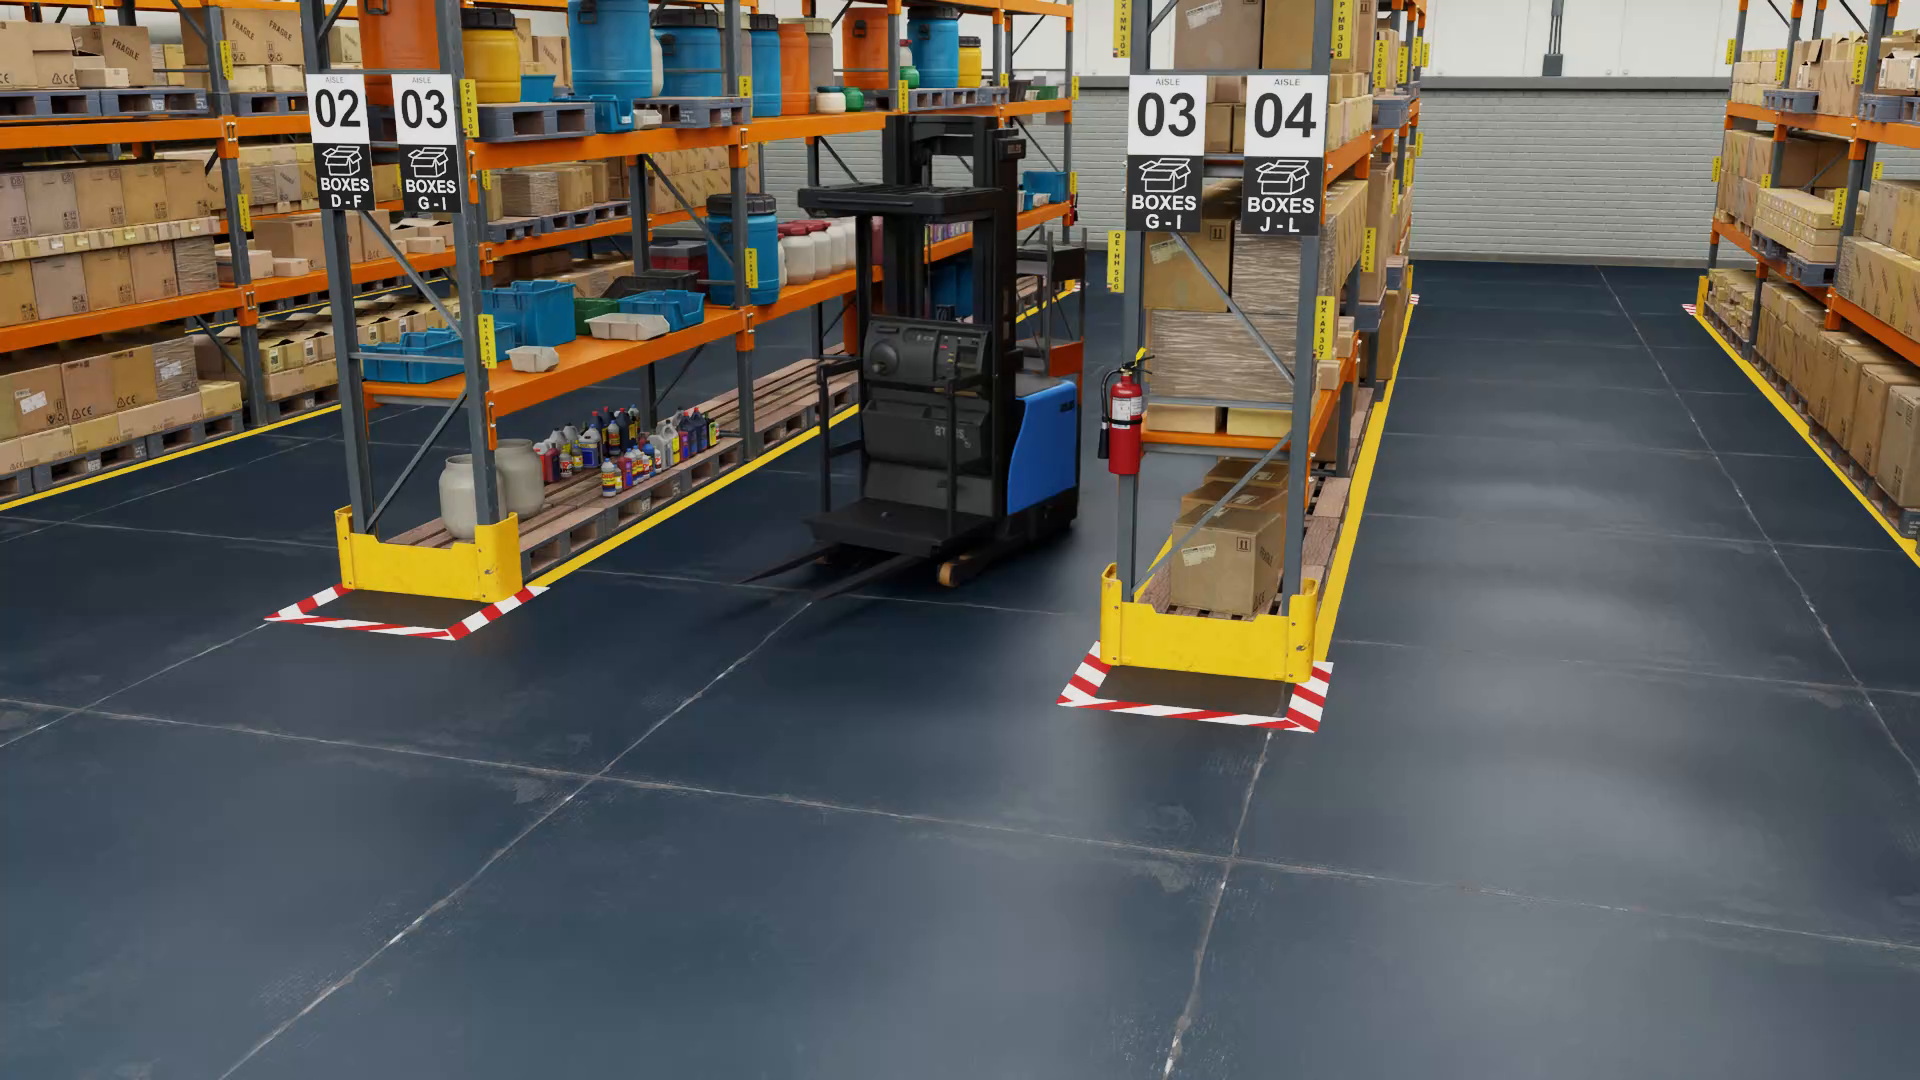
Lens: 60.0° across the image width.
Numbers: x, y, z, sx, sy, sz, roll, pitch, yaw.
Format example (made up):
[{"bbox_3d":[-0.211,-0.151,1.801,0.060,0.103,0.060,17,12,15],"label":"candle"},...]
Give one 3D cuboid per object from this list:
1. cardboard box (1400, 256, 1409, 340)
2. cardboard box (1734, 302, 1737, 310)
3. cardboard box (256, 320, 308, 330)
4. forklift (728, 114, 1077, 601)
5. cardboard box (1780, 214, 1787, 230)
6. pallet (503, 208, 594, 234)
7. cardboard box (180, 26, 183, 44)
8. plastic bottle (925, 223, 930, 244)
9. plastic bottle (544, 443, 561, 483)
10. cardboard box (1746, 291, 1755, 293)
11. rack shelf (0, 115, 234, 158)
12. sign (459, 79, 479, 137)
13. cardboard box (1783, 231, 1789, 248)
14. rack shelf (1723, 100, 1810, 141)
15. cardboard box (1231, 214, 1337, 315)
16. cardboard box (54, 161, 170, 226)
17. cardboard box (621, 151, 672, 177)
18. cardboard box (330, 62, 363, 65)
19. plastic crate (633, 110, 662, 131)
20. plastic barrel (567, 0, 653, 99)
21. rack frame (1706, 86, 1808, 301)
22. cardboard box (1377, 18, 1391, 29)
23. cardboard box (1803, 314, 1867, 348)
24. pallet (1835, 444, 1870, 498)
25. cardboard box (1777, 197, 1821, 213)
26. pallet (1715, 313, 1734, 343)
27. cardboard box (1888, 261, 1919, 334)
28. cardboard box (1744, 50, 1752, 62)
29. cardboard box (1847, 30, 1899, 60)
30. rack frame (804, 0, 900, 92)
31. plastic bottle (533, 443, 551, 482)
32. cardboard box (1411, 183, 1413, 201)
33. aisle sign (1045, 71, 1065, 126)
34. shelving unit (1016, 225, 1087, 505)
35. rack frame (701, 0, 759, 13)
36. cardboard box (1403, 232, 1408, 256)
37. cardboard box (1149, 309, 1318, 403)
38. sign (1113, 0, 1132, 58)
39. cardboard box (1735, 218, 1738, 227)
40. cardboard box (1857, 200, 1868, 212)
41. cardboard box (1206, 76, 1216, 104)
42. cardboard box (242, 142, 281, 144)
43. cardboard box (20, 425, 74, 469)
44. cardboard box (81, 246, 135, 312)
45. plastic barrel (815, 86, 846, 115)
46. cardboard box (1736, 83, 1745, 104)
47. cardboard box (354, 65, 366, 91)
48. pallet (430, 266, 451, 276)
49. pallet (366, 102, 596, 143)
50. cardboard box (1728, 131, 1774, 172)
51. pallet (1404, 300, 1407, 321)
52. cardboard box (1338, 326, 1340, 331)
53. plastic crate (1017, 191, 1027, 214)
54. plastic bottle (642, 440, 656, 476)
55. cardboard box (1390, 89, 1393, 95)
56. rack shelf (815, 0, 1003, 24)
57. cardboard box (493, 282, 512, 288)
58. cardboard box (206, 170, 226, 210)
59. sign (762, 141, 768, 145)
[{"bbox_3d":[4.612,-2.878,19.603,1.225,0.875,0.875,5,16,16],"label":"cardboard box"},{"bbox_3d":[9.724,-2.875,20.377,0.380,0.149,0.250,4,16,13],"label":"cardboard box"},{"bbox_3d":[-6.870,-2.087,16.933,0.500,0.311,0.500,5,16,16],"label":"cardboard box"},{"bbox_3d":[-0.340,-1.245,10.847,1.130,2.935,3.031,9,18,30],"label":"forklift"},{"bbox_3d":[8.506,-3.203,16.772,0.380,0.149,0.250,4,16,15],"label":"cardboard box"},{"bbox_3d":[-5.311,-4.006,20.809,1.003,0.211,1.213,5,16,16],"label":"pallet"},{"bbox_3d":[-9.991,-6.717,22.154,0.500,0.250,0.500,4,16,14],"label":"cardboard box"},{"bbox_3d":[-0.384,-3.475,18.821,0.097,0.271,0.097,0,16,0],"label":"plastic bottle"},{"bbox_3d":[-3.083,-0.587,12.572,0.061,0.283,0.133,5,16,16],"label":"plastic bottle"},{"bbox_3d":[9.599,-2.883,19.863,0.380,0.149,0.250,5,17,18],"label":"cardboard box"},{"bbox_3d":[-7.564,-3.117,13.143,1.077,0.370,4.000,5,16,16],"label":"rack shelf"},{"bbox_3d":[-2.859,-2.515,9.686,0.100,0.325,0.005,5,16,16],"label":"sign"},{"bbox_3d":[8.433,-2.990,16.566,0.380,0.149,0.250,5,17,18],"label":"cardboard box"},{"bbox_3d":[10.069,-5.076,20.050,1.077,0.370,4.000,5,16,16],"label":"rack shelf"},{"bbox_3d":[1.782,-1.522,9.139,0.500,0.500,0.500,5,16,16],"label":"cardboard box"},{"bbox_3d":[-7.259,-2.967,14.230,0.700,0.500,0.500,5,16,16],"label":"cardboard box"},{"bbox_3d":[-4.319,-5.267,22.885,0.500,0.500,0.500,5,17,17],"label":"cardboard box"},{"bbox_3d":[-9.024,-6.801,24.134,0.500,0.250,0.500,5,16,16],"label":"cardboard box"},{"bbox_3d":[-2.317,-3.023,11.977,0.243,0.136,0.396,5,16,16],"label":"plastic crate"},{"bbox_3d":[-2.633,-3.792,12.517,0.600,0.901,0.708,5,16,16],"label":"plastic barrel"},{"bbox_3d":[10.638,-4.502,22.206,1.000,3.000,0.127,5,16,16],"label":"rack frame"},{"bbox_3d":[5.048,-6.215,20.235,0.500,0.250,0.500,4,16,12],"label":"cardboard box"},{"bbox_3d":[8.307,-1.969,15.711,0.500,0.250,0.500,4,16,15],"label":"cardboard box"},{"bbox_3d":[7.719,-0.549,13.379,1.003,0.211,1.213,5,16,16],"label":"pallet"},{"bbox_3d":[8.582,-3.418,16.982,0.380,0.149,0.250,5,17,18],"label":"cardboard box"},{"bbox_3d":[10.003,-2.613,20.655,1.003,0.211,1.213,5,16,16],"label":"pallet"},{"bbox_3d":[7.407,-1.833,12.611,0.500,0.500,0.500,5,17,16],"label":"cardboard box"},{"bbox_3d":[10.021,-6.044,20.774,0.380,0.149,0.250,5,17,17],"label":"cardboard box"},{"bbox_3d":[8.361,-4.530,15.221,0.396,0.266,0.258,5,16,16],"label":"cardboard box"},{"bbox_3d":[-1.111,-6.091,16.812,1.000,3.000,0.127,5,16,16],"label":"rack frame"},{"bbox_3d":[-3.185,-0.591,12.602,0.152,0.276,0.135,5,17,16],"label":"plastic bottle"},{"bbox_3d":[6.028,-4.837,23.116,0.500,0.250,0.500,4,16,15],"label":"cardboard box"},{"bbox_3d":[1.464,-6.544,24.641,0.394,0.787,0.004,5,16,16],"label":"aisle sign"},{"bbox_3d":[0.620,-1.265,12.425,0.431,2.100,0.503,11,18,33],"label":"shelving unit"},{"bbox_3d":[-3.586,-8.569,25.549,1.000,3.000,0.127,5,16,16],"label":"rack frame"},{"bbox_3d":[5.547,-3.682,22.436,0.875,0.875,0.875,5,16,16],"label":"cardboard box"},{"bbox_3d":[1.547,-1.060,9.343,0.875,0.500,0.500,5,16,16],"label":"cardboard box"},{"bbox_3d":[0.838,-2.645,8.537,0.100,0.325,0.005,5,16,16],"label":"sign"},{"bbox_3d":[9.931,-3.976,20.812,0.380,0.149,0.250,4,16,15],"label":"cardboard box"},{"bbox_3d":[9.128,-3.292,16.538,0.380,0.149,0.250,4,16,15],"label":"cardboard box"},{"bbox_3d":[1.144,-2.387,8.795,0.380,0.149,0.250,5,16,16],"label":"cardboard box"},{"bbox_3d":[-9.854,-5.481,23.516,0.500,0.250,0.500,5,17,18],"label":"cardboard box"},{"bbox_3d":[-7.486,-0.761,13.284,0.500,0.250,0.500,5,16,16],"label":"cardboard box"},{"bbox_3d":[-7.406,-2.205,13.924,0.700,0.500,0.500,5,17,17],"label":"cardboard box"},{"bbox_3d":[-1.249,-4.230,16.003,0.301,0.262,0.301,0,16,0],"label":"plastic barrel"},{"bbox_3d":[10.111,-5.638,20.989,0.500,0.250,0.500,5,17,18],"label":"cardboard box"},{"bbox_3d":[-6.239,-4.752,17.095,0.500,0.250,0.500,4,16,15],"label":"cardboard box"},{"bbox_3d":[-8.489,-4.509,27.340,1.003,0.211,1.213,5,16,16],"label":"pallet"},{"bbox_3d":[-3.056,-2.673,10.604,1.003,0.211,1.213,5,16,16],"label":"pallet"},{"bbox_3d":[10.118,-4.945,21.207,0.500,0.500,0.500,5,17,17],"label":"cardboard box"},{"bbox_3d":[5.410,-3.039,22.155,1.003,0.211,1.213,5,16,16],"label":"pallet"},{"bbox_3d":[2.513,-1.449,11.900,0.380,0.149,0.250,5,16,16],"label":"cardboard box"},{"bbox_3d":[0.636,-4.608,22.686,0.437,0.282,0.530,5,16,16],"label":"plastic crate"},{"bbox_3d":[-2.387,-0.630,12.746,0.097,0.271,0.097,0,16,0],"label":"plastic bottle"},{"bbox_3d":[3.609,-3.917,14.921,0.500,0.250,0.500,5,16,16],"label":"cardboard box"},{"bbox_3d":[-0.543,-6.075,18.809,1.077,0.370,4.000,5,16,16],"label":"rack shelf"},{"bbox_3d":[-5.313,-2.833,20.095,0.500,0.500,0.500,4,16,14],"label":"cardboard box"},{"bbox_3d":[-9.927,-4.547,21.598,0.500,0.500,0.500,5,16,16],"label":"cardboard box"},{"bbox_3d":[-3.059,-6.343,25.996,0.100,0.325,0.005,5,16,16],"label":"sign"}]
